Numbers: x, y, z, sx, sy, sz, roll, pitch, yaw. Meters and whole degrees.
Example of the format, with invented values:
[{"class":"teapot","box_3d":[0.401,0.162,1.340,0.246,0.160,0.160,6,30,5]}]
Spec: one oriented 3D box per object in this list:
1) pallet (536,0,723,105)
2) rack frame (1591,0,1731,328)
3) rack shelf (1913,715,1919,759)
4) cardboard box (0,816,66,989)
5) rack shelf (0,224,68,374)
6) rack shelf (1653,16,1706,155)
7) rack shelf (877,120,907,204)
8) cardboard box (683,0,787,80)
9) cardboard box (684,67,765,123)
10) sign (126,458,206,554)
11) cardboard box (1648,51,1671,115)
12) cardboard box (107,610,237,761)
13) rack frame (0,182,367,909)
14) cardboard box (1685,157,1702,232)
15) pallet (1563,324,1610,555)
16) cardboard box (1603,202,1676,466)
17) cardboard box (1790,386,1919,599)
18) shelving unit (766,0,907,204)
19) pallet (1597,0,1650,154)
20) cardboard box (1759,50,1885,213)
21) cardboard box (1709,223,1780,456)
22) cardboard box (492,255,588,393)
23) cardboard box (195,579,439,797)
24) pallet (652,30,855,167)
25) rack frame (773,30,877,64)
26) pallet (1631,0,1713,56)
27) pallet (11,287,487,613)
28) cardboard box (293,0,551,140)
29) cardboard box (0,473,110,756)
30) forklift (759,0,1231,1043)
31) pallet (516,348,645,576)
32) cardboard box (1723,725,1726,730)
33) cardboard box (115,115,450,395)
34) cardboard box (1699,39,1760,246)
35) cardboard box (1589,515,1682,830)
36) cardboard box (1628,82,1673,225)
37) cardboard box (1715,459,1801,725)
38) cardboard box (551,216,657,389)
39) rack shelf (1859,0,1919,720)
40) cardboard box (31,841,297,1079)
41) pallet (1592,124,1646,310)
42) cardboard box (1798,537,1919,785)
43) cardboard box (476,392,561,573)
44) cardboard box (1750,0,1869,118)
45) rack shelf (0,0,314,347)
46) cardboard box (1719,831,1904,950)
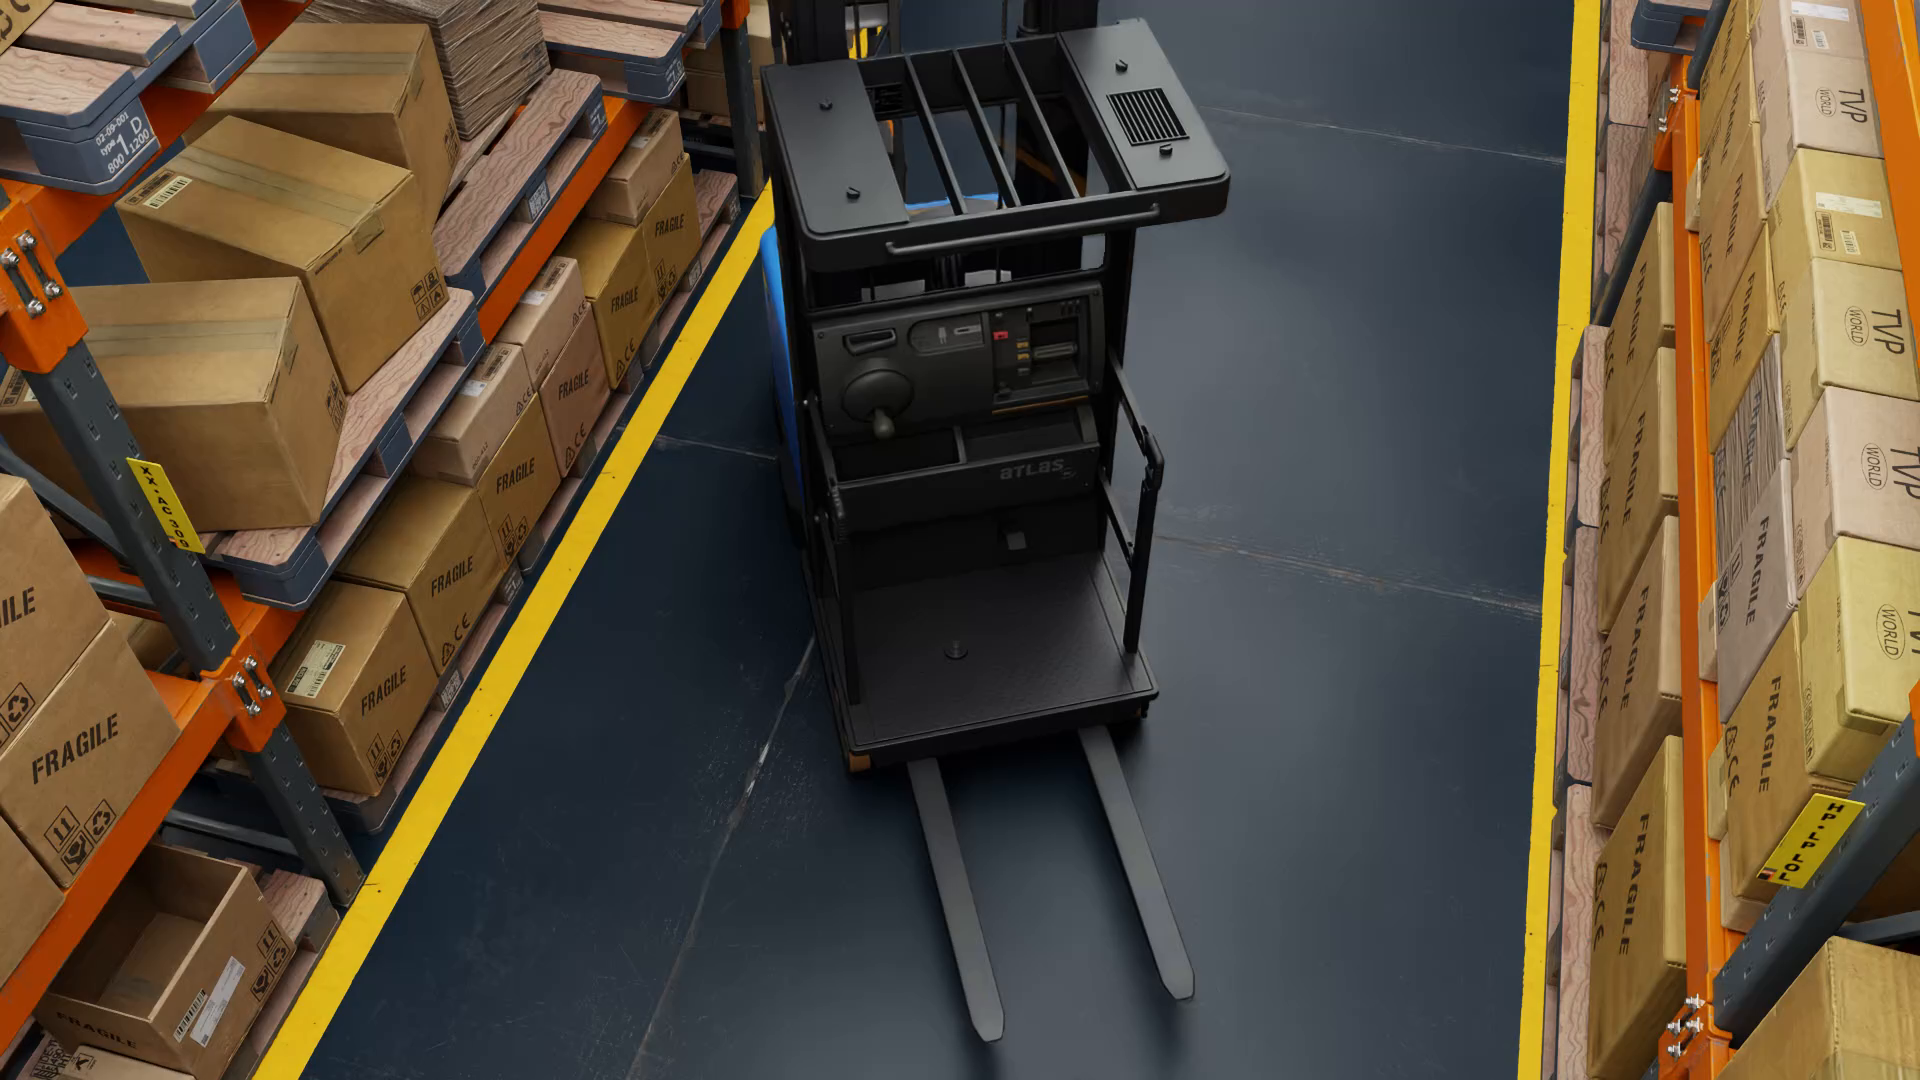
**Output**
[{"class":"pallet","box_3d":[-1.572,-2.224,6.759,1.213,0.211,1.003,12,50,10]},{"class":"rack frame","box_3d":[3.319,-1.817,6.272,1.000,3.000,0.127,12,50,10]},{"class":"rack shelf","box_3d":[1.739,1.769,1.586,1.077,0.370,4.000,12,50,10]},{"class":"cardboard box","box_3d":[-2.533,0.854,3.848,0.500,0.500,0.500,13,50,11]},{"class":"rack shelf","box_3d":[-3.041,0.794,2.447,1.077,0.370,4.000,12,50,10]},{"class":"rack shelf","box_3d":[3.845,-3.025,7.818,1.077,0.370,4.000,12,50,10]},{"class":"rack shelf","box_3d":[-0.466,-1.459,6.574,0.431,0.518,0.480,-10,49,-9]},{"class":"cardboard box","box_3d":[-1.040,-2.527,8.078,0.500,0.311,0.500,13,50,11]},{"class":"cardboard box","box_3d":[-1.040,-2.342,8.289,0.500,0.250,0.500,11,50,10]},{"class":"sign","box_3d":[-1.989,-0.083,4.164,0.100,0.325,0.005,12,50,10]},{"class":"cardboard box","box_3d":[3.809,-2.381,8.143,0.700,0.500,0.500,11,50,10]},{"class":"cardboard box","box_3d":[-2.661,0.370,5.716,0.500,0.500,0.500,11,50,10]},{"class":"rack frame","box_3d":[-2.514,0.102,4.578,1.000,3.000,0.127,12,50,10]},{"class":"cardboard box","box_3d":[2.782,-1.192,5.874,0.380,0.149,0.250,13,50,11]},{"class":"pallet","box_3d":[3.038,-0.339,6.827,1.003,0.211,1.213,12,50,10]},{"class":"cardboard box","box_3d":[2.998,-0.738,6.474,0.750,0.750,0.750,11,49,10]},{"class":"cardboard box","box_3d":[2.286,-0.066,3.948,0.500,0.250,0.500,13,50,11]},{"class":"shelving unit","box_3d":[-0.466,-1.468,6.564,0.431,2.100,0.503,-10,49,-9]},{"class":"pallet","box_3d":[3.849,-2.339,8.592,1.003,0.211,1.213,12,50,10]},{"class":"cardboard box","box_3d":[2.682,-1.174,4.926,0.500,0.250,0.500,12,50,10]},{"class":"cardboard box","box_3d":[2.536,-0.540,4.866,0.500,0.500,0.500,13,50,11]},{"class":"cardboard box","box_3d":[-1.757,-0.853,6.295,0.500,0.250,0.500,11,49,9]},{"class":"cardboard box","box_3d":[-2.152,0.481,5.617,0.500,0.500,0.500,10,49,8]},{"class":"pallet","box_3d":[-1.207,-2.457,8.696,1.003,0.211,1.213,12,50,10]},{"class":"rack frame","box_3d":[-0.521,-1.646,6.721,0.400,2.100,0.015,-10,49,-9]},{"class":"pallet","box_3d":[3.403,-2.290,6.817,1.213,0.211,1.003,12,50,10]},{"class":"pallet","box_3d":[-2.199,-0.391,5.142,1.003,0.211,1.213,12,50,10]},{"class":"cardboard box","box_3d":[-1.943,-1.862,5.965,0.700,0.500,0.500,20,52,17]},{"class":"cardboard box","box_3d":[-2.398,0.155,3.798,0.500,0.500,0.500,12,50,10]},{"class":"forklift","box_3d":[0.056,-0.464,5.123,1.130,2.935,3.031,-10,49,-9]},{"class":"pallet","box_3d":[-2.017,-0.457,6.931,1.003,0.211,1.213,12,50,10]},{"class":"cardboard box","box_3d":[2.237,0.487,4.393,0.380,0.149,0.250,13,50,11]},{"class":"cardboard box","box_3d":[-2.054,-0.879,5.097,0.700,0.500,0.500,19,51,16]},{"class":"cardboard box","box_3d":[2.797,-1.277,5.517,0.500,0.500,0.500,13,50,11]},{"class":"cardboard box","box_3d":[2.543,0.510,5.372,0.750,0.750,0.750,13,50,11]},{"class":"cardboard box","box_3d":[3.458,-1.666,7.513,0.700,0.500,0.500,12,50,11]},{"class":"cardboard box","box_3d":[2.269,0.184,4.228,0.500,0.500,0.500,12,50,10]},{"class":"cardboard box","box_3d":[-1.618,-1.013,6.936,0.500,0.500,0.500,10,49,9]},{"class":"rack shelf","box_3d":[2.792,-1.125,4.140,1.077,0.370,4.000,12,50,10]},{"class":"cardboard box","box_3d":[-2.390,1.251,4.938,0.500,0.500,0.500,12,50,10]},{"class":"pallet","box_3d":[3.526,-1.459,7.816,1.003,0.211,1.213,12,50,10]},{"class":"cardboard box","box_3d":[2.142,0.302,3.623,0.500,0.250,0.500,13,50,11]},{"class":"cardboard box","box_3d":[-1.883,-0.267,6.277,0.500,0.500,0.500,12,50,10]},{"class":"cardboard box","box_3d":[2.810,-1.537,5.246,0.500,0.250,0.500,11,49,10]},{"class":"rack shelf","box_3d":[-1.988,-2.099,5.000,1.077,0.370,4.000,12,50,10]},{"class":"cardboard box","box_3d":[2.082,0.853,4.070,0.380,0.149,0.250,12,50,10]}]
